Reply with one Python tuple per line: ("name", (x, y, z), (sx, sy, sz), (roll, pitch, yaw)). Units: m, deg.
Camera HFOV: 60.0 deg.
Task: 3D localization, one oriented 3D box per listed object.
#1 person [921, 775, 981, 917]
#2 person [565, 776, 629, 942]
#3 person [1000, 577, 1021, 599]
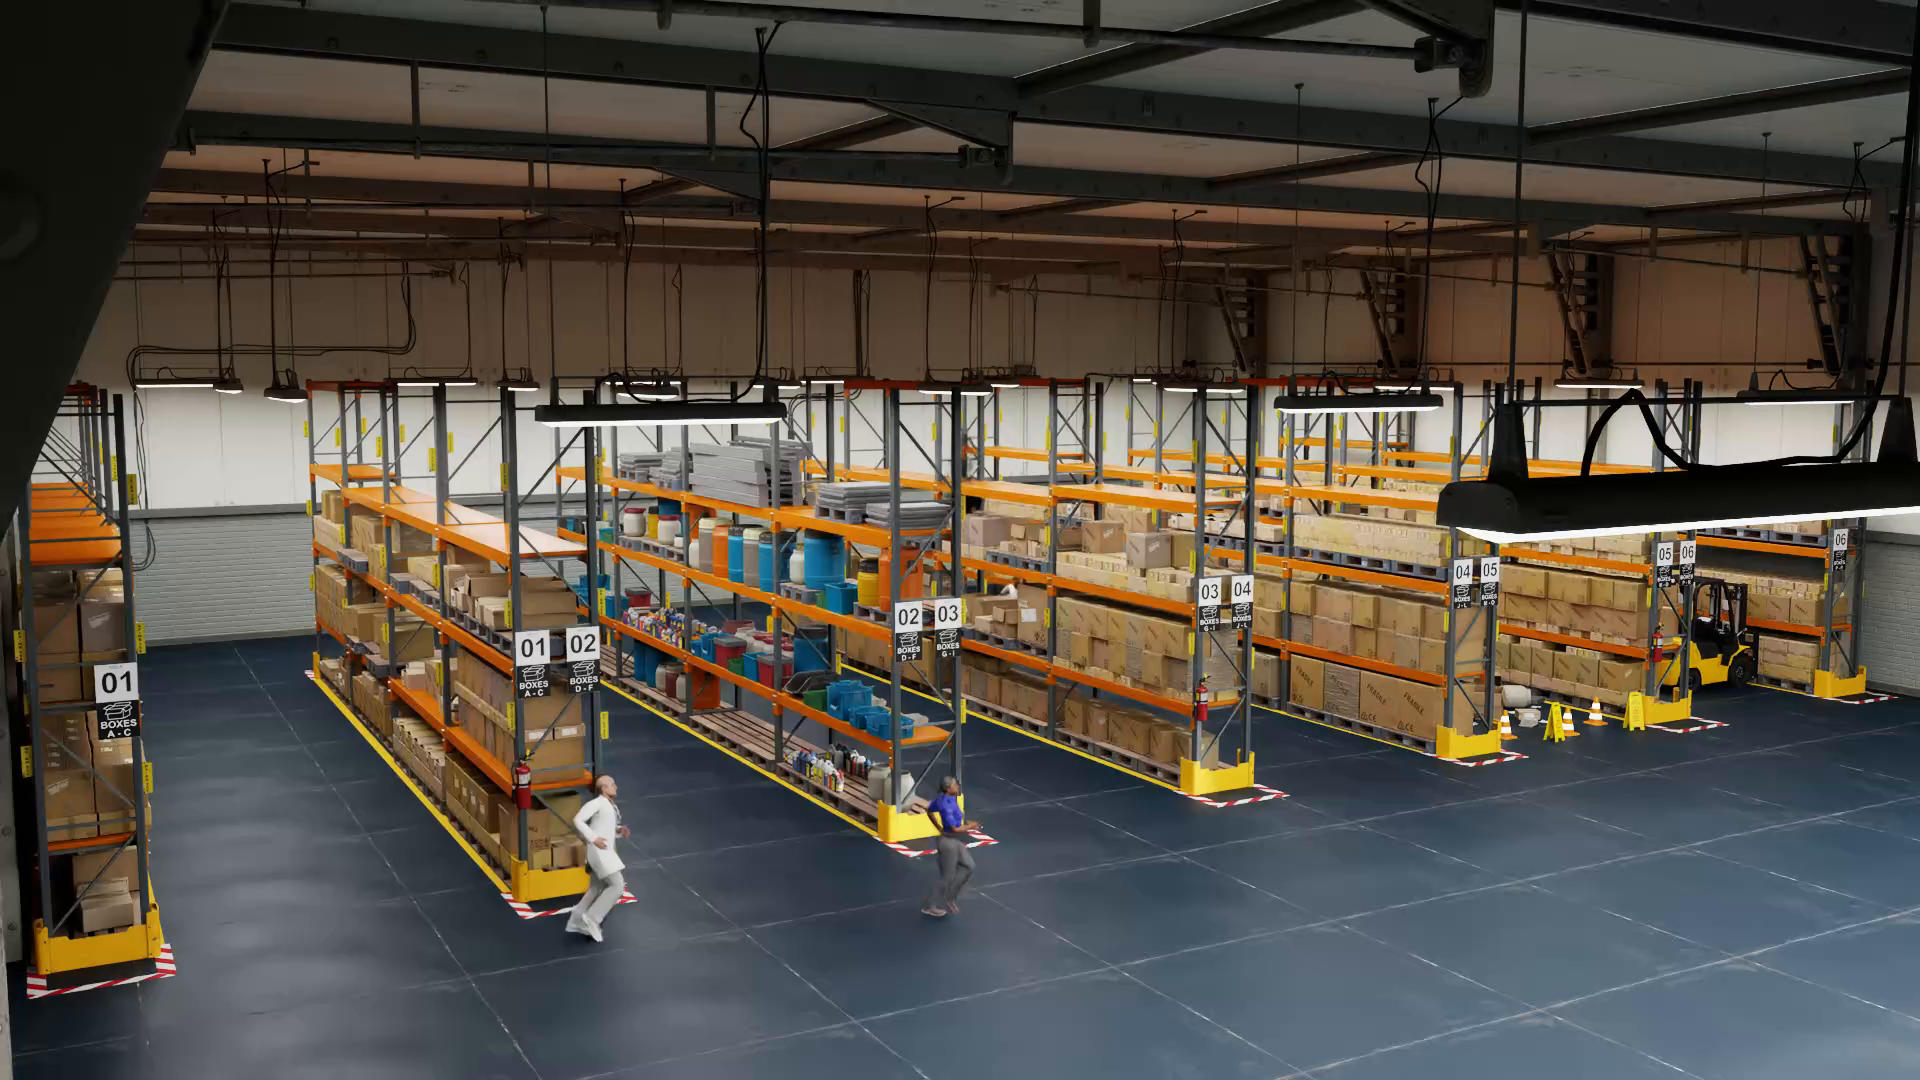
("person", (-0.100, 3.498, 18.989), (0.688, 1.664, 0.544), (0, 6, -2))
("person", (-4.022, 3.515, 18.506), (0.696, 1.757, 0.752), (0, 6, -2))
("person", (1.259, 1.563, 36.105), (0.655, 1.742, 0.907), (-3, 7, -26))
